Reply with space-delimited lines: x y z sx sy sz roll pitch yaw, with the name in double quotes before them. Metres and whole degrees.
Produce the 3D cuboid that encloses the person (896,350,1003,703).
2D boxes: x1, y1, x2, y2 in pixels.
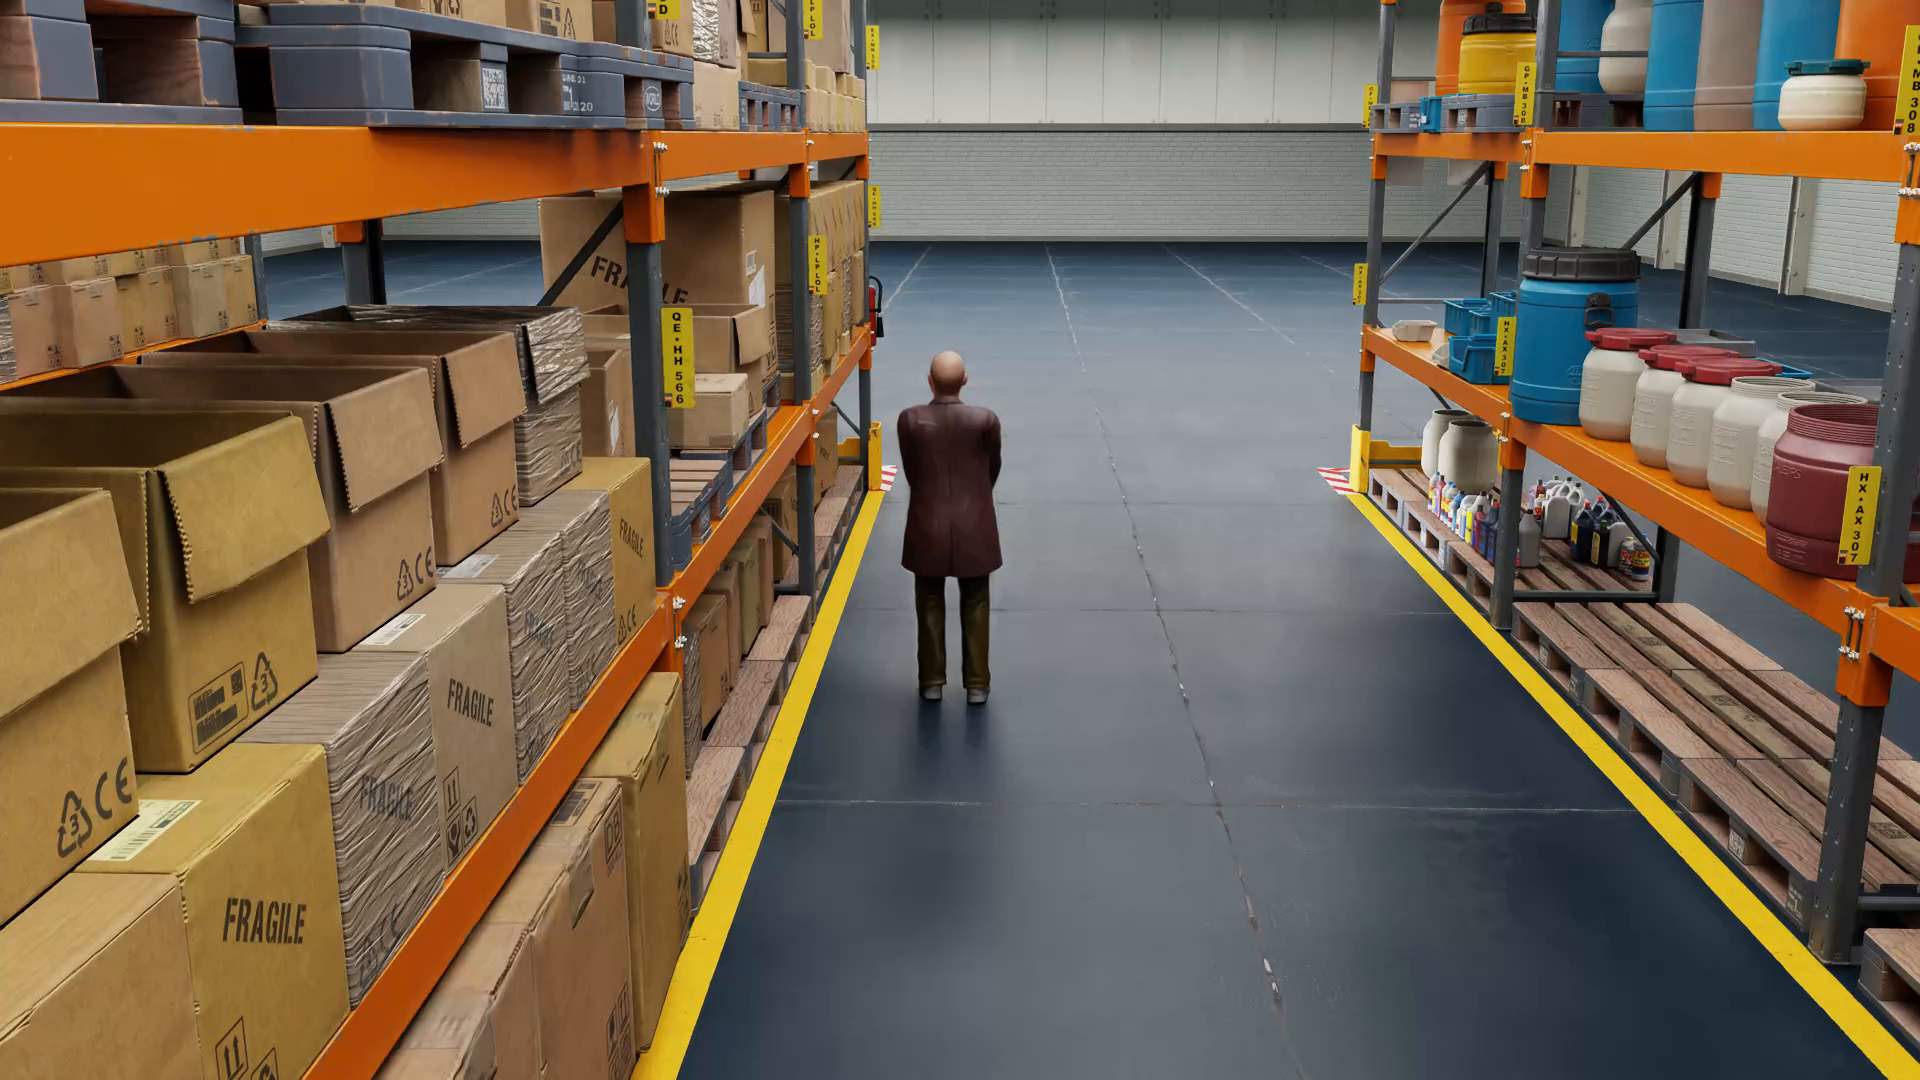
"person" -0.047 -0.088 8.395 0.526 1.778 0.543 0 14 1
